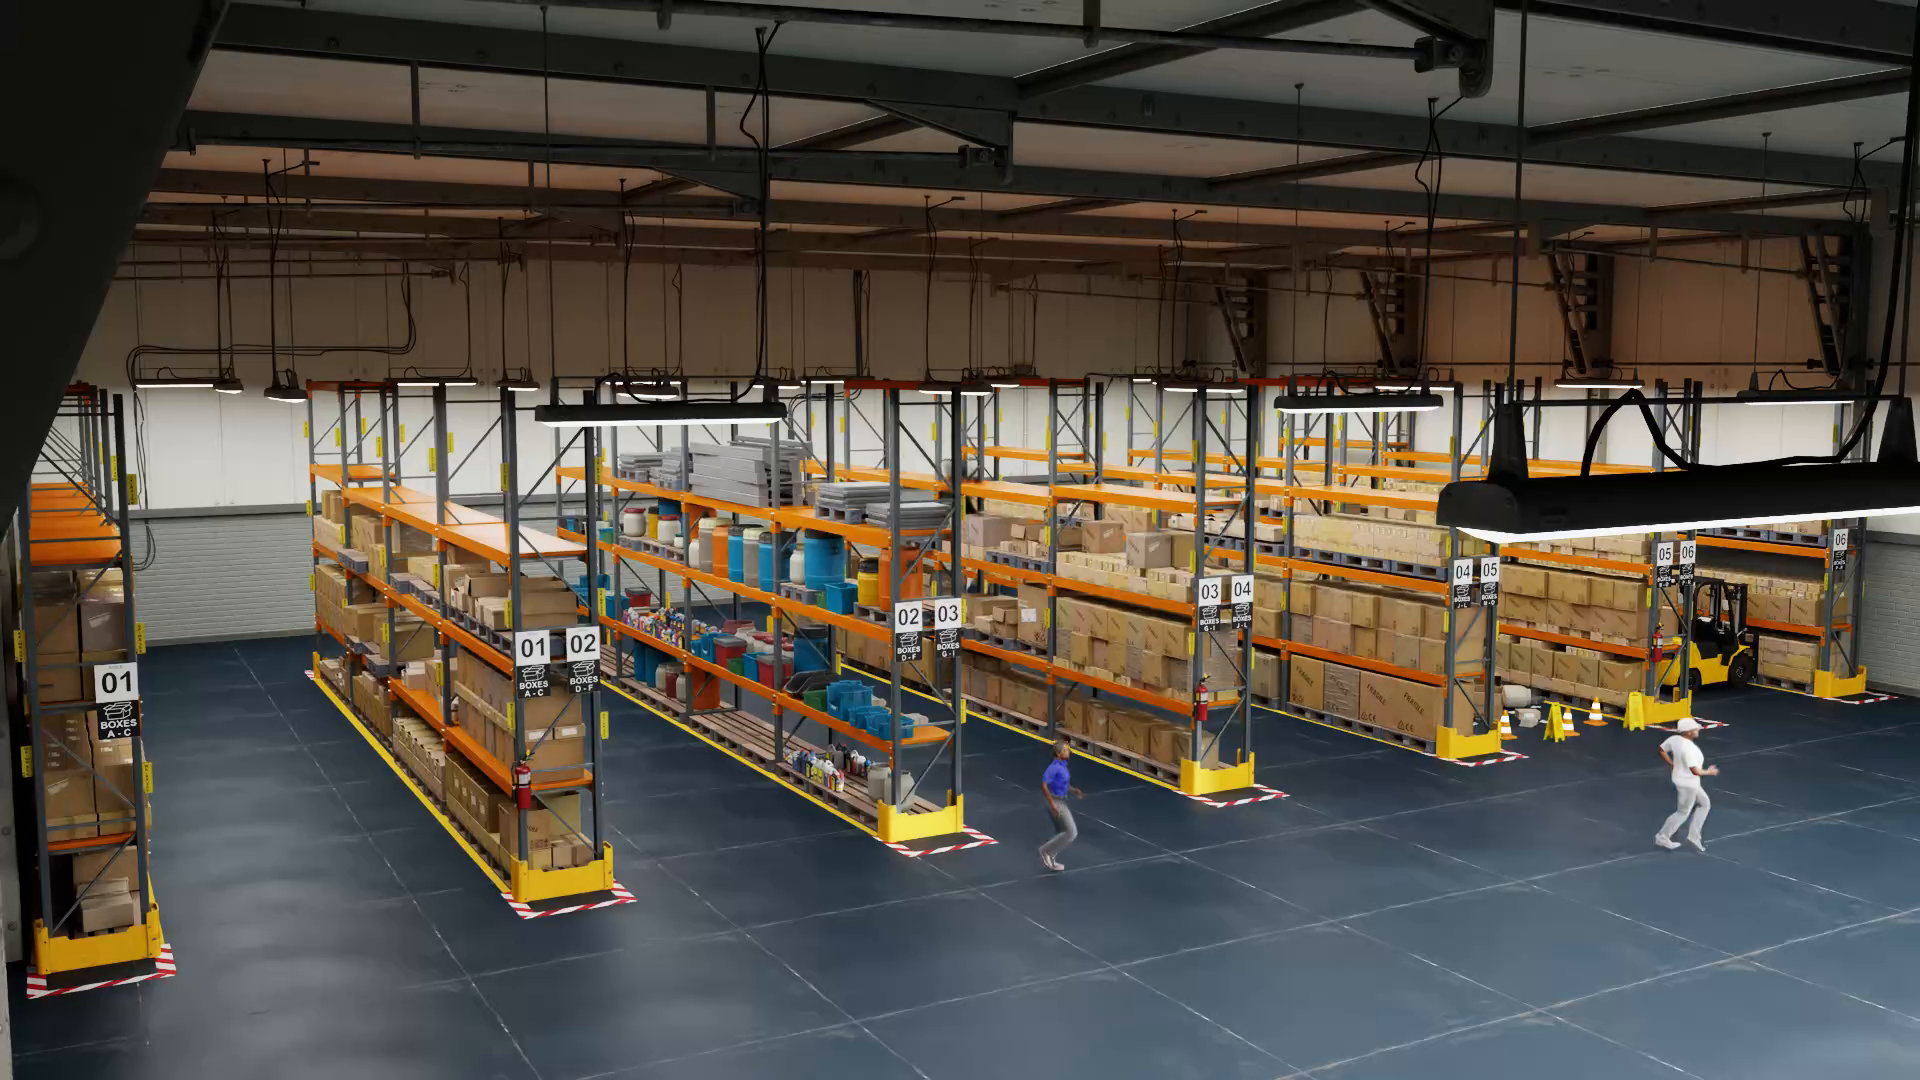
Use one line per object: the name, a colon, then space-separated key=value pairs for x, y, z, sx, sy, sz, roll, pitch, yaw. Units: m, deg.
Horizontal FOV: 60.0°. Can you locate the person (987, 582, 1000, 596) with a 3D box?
person: x=0.734 y=0.974 z=42.562 sx=0.920 sy=1.695 sz=0.576 roll=-3 pitch=7 yaw=-25

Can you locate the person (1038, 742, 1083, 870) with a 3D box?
person: x=1.264 y=3.319 z=20.797 sx=0.544 sy=1.622 sz=0.588 roll=1 pitch=6 yaw=8

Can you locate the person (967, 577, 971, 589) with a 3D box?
person: x=0.062 y=1.027 z=42.234 sx=0.664 sy=1.635 sz=0.890 roll=1 pitch=6 yaw=7

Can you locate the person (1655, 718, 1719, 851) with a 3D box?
person: x=9.435 y=3.184 z=21.602 sx=0.741 sy=1.794 sz=0.707 roll=1 pitch=6 yaw=10
